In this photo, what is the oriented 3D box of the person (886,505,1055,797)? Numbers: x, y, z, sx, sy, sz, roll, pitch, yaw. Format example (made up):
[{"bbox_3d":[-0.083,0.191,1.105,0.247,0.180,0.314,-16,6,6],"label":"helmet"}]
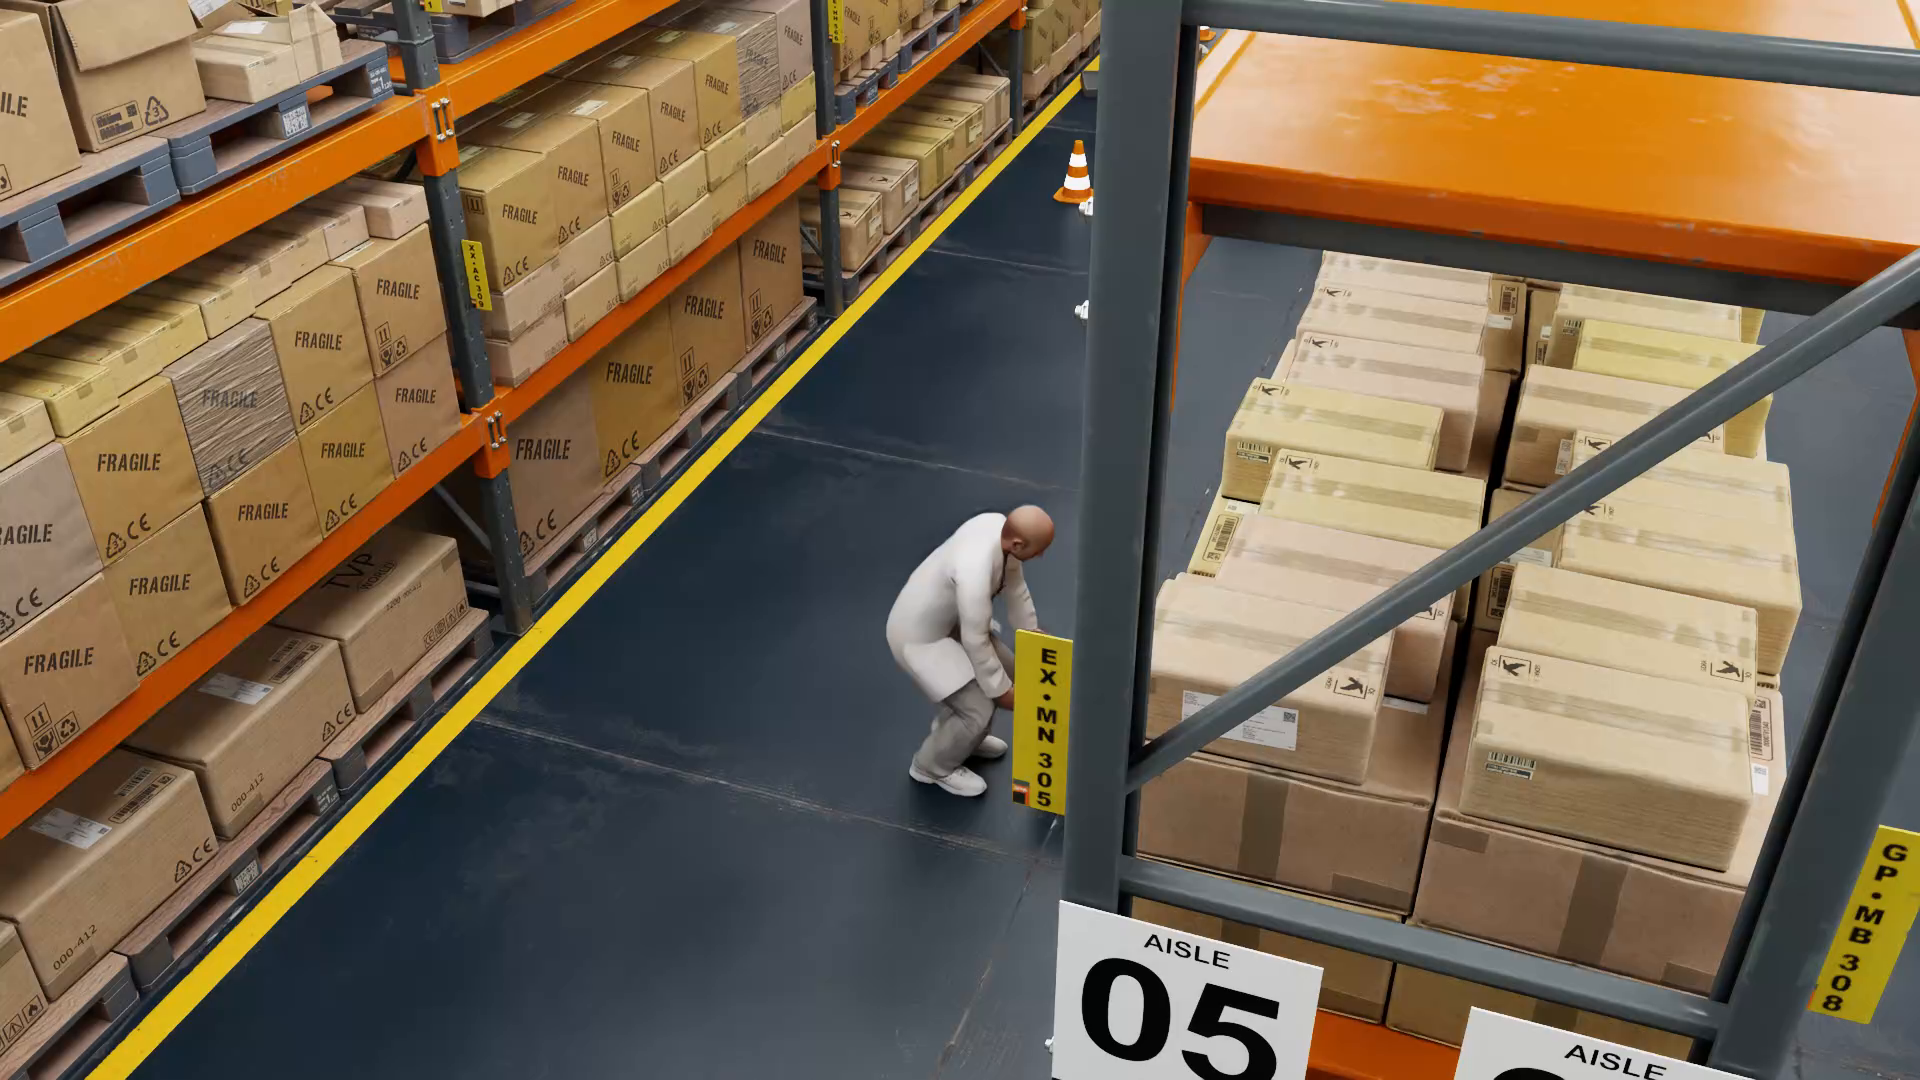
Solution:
[{"bbox_3d":[0.045,0.430,7.263,0.718,1.412,0.633,11,34,17],"label":"person"}]
